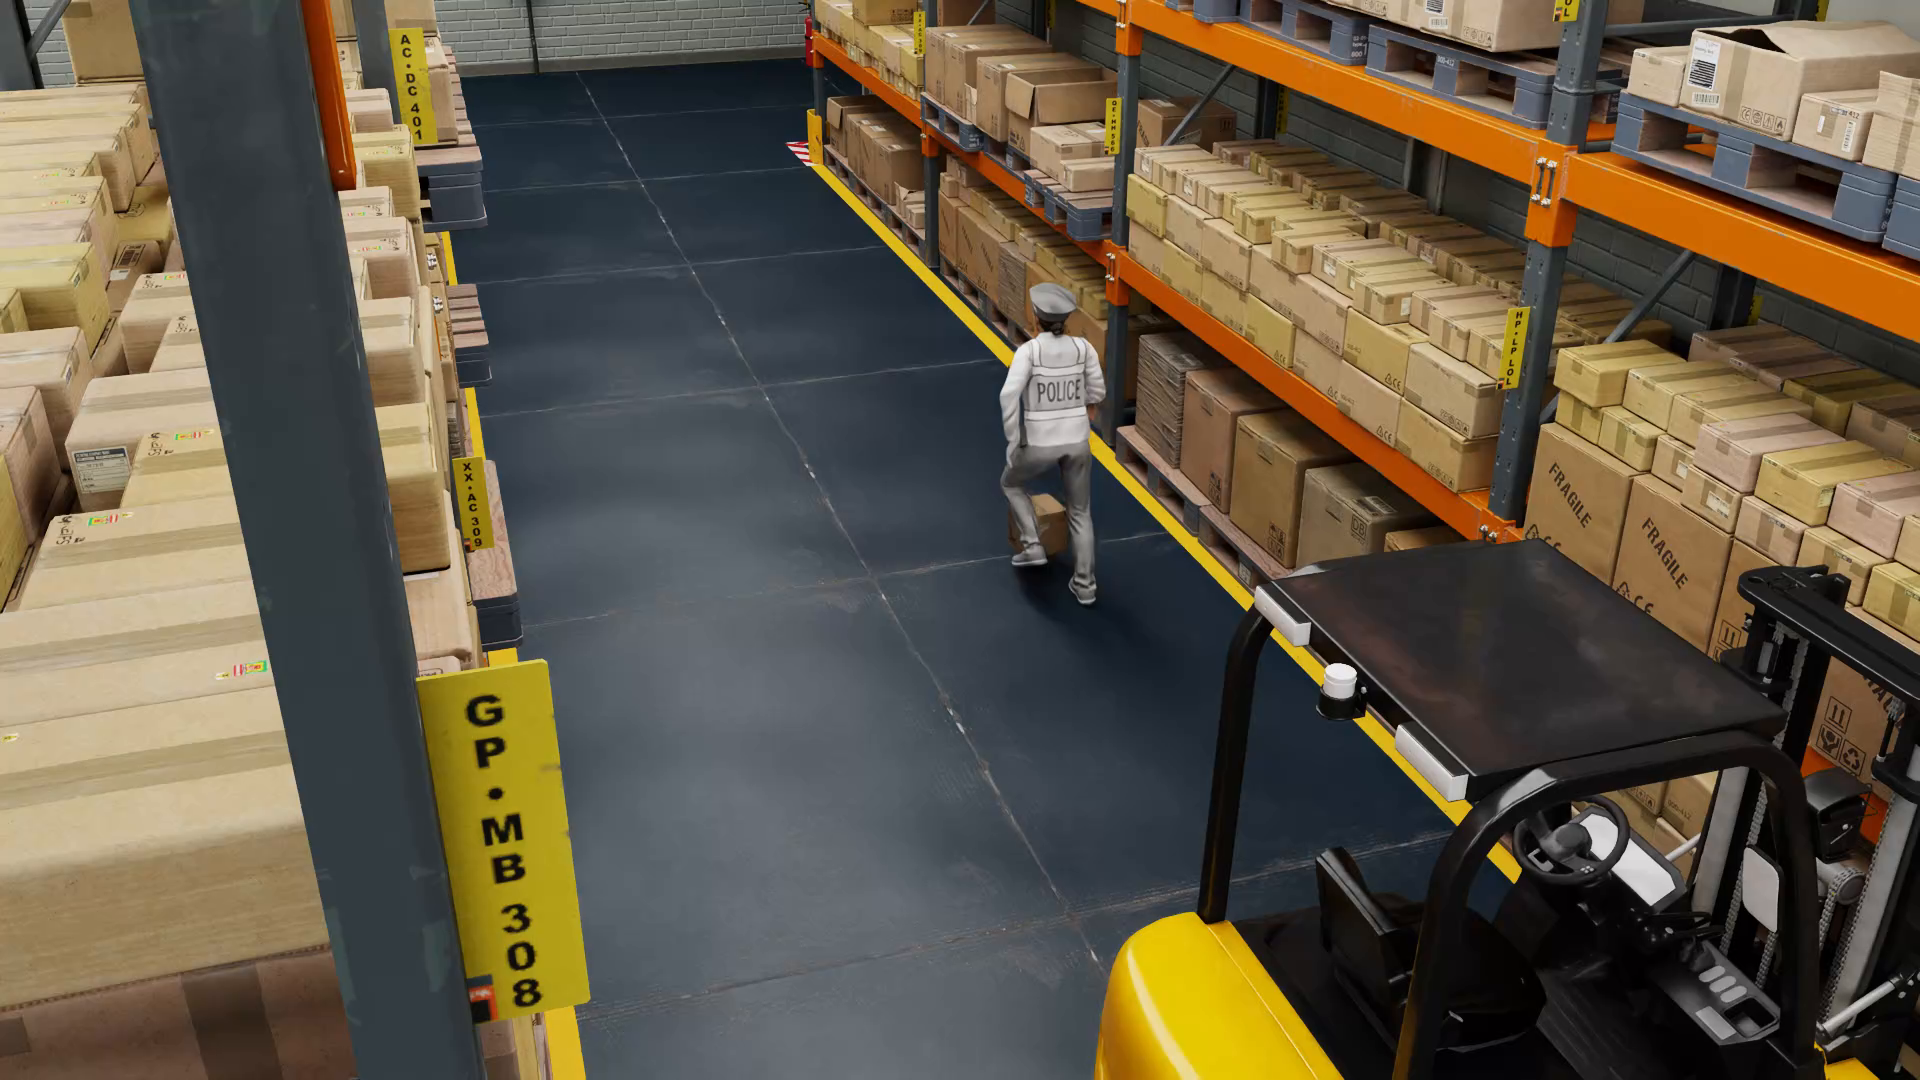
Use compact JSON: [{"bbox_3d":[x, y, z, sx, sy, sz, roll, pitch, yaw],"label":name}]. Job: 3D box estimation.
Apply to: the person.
[{"bbox_3d":[0.469,-0.514,8.703,0.628,1.611,0.754,-6,27,-12],"label":"person"}]
